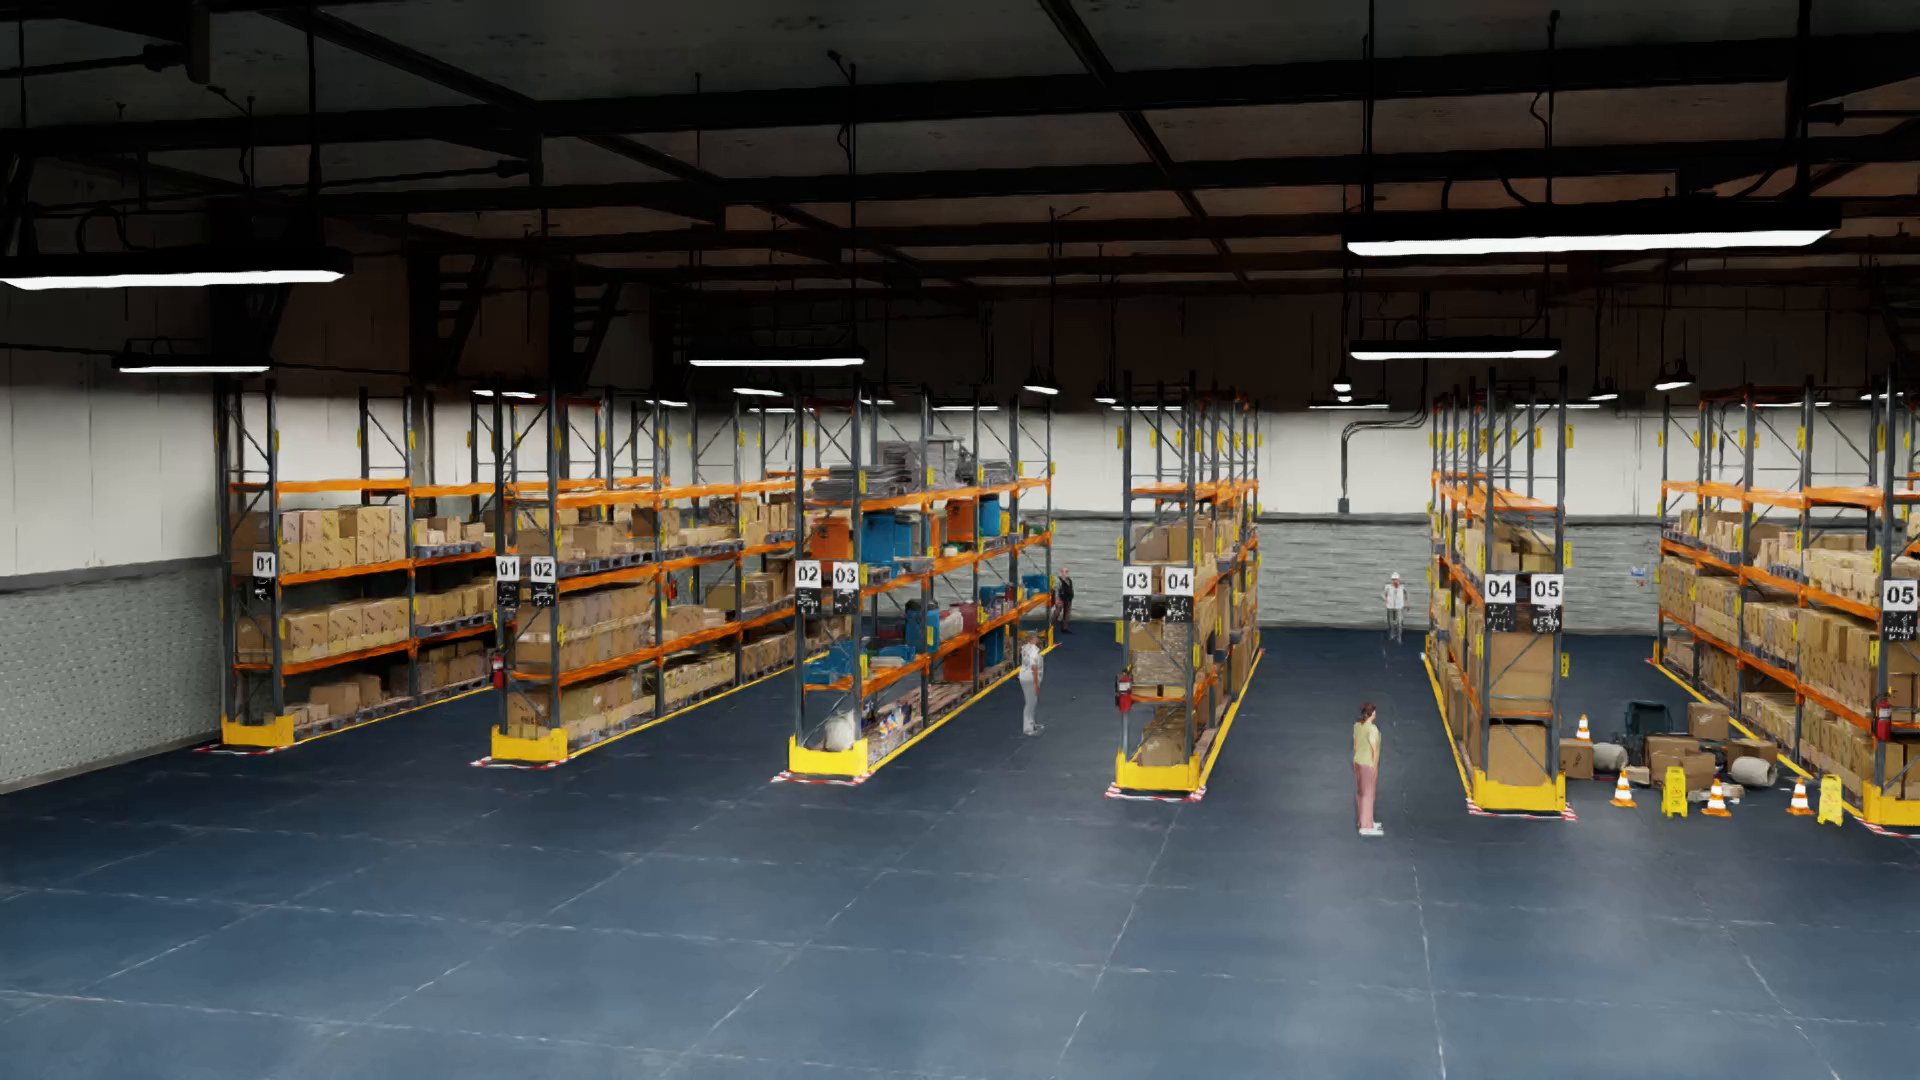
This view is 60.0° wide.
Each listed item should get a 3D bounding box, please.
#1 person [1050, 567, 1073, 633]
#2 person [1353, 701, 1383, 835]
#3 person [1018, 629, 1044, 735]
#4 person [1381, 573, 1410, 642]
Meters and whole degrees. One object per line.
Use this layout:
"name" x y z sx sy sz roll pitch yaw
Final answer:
"person" 2.587 1.560 43.188 0.722 1.713 0.511 -2 4 -31
"person" 5.221 2.883 21.161 0.432 1.644 0.499 -1 4 -18
"person" 1.268 2.407 28.348 0.474 1.768 0.628 -1 4 -15
"person" 10.861 1.659 41.487 0.680 1.709 0.866 1 4 19
